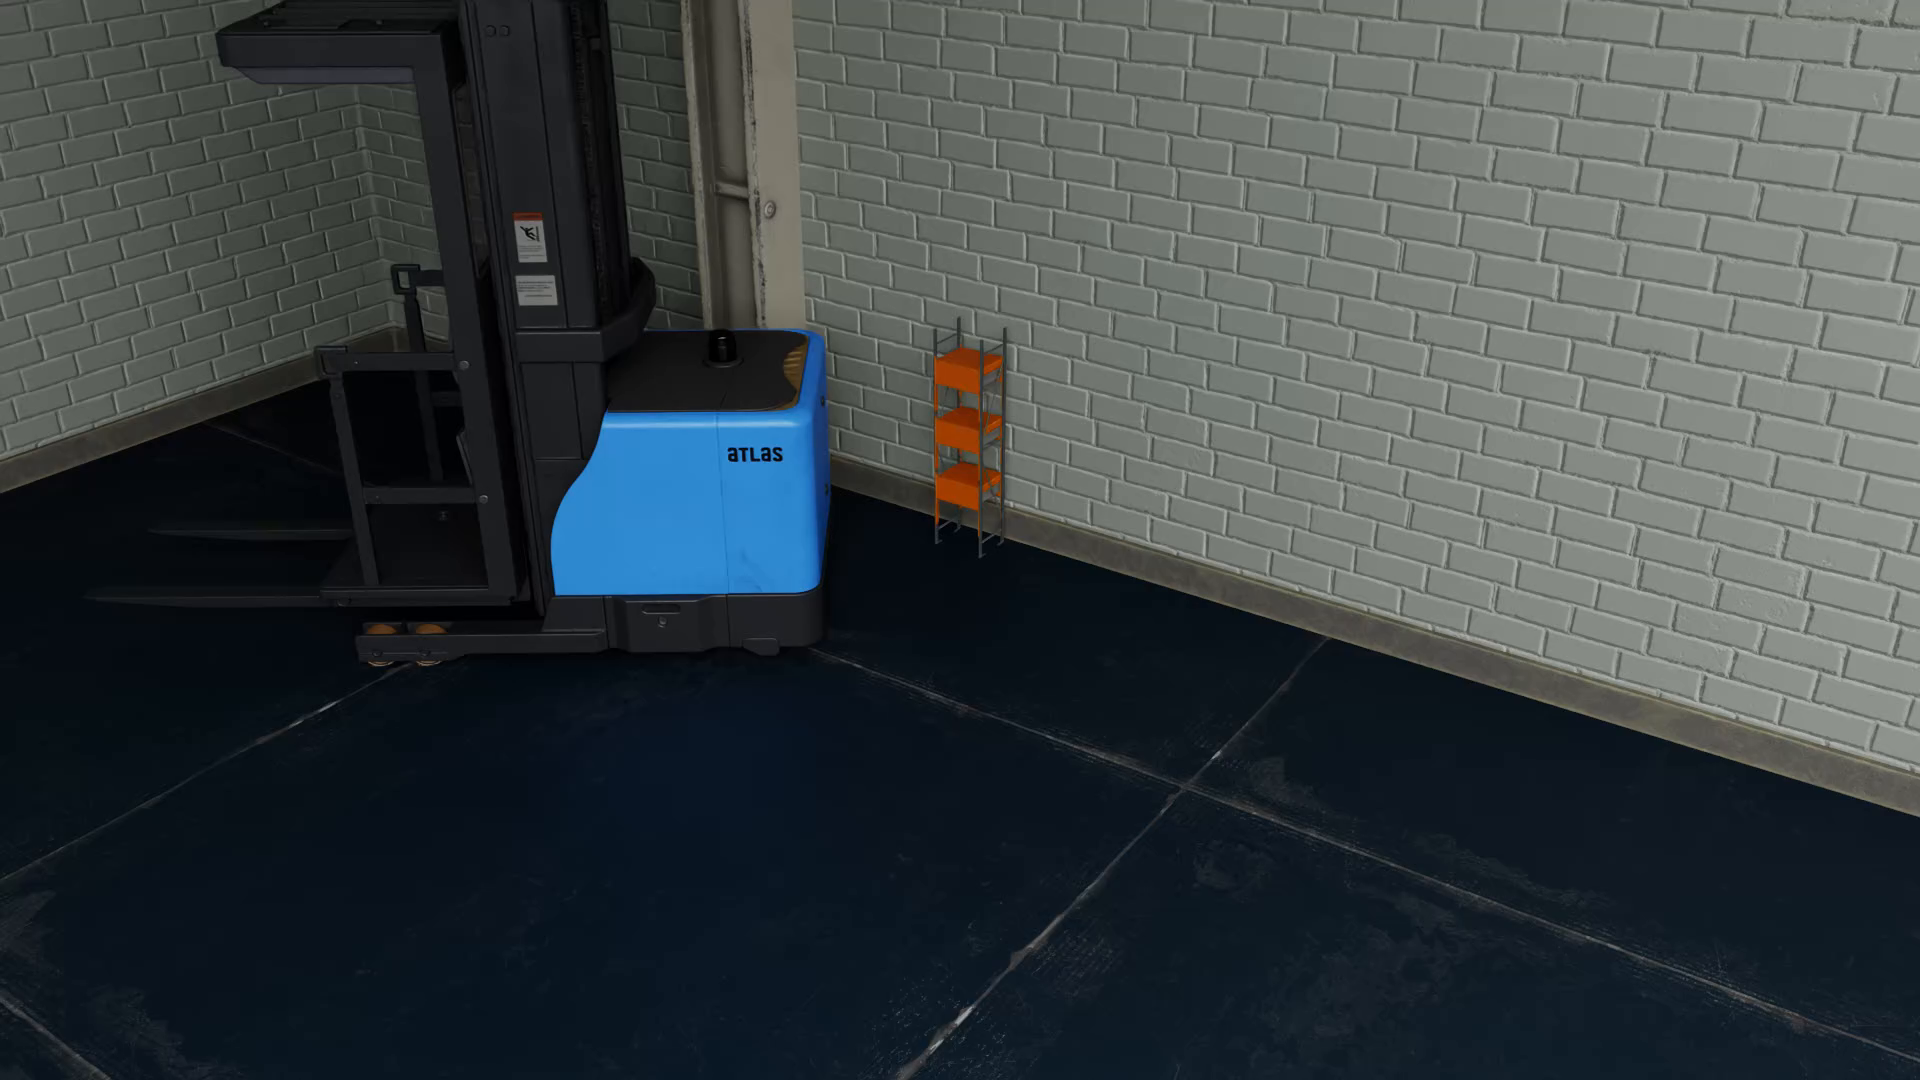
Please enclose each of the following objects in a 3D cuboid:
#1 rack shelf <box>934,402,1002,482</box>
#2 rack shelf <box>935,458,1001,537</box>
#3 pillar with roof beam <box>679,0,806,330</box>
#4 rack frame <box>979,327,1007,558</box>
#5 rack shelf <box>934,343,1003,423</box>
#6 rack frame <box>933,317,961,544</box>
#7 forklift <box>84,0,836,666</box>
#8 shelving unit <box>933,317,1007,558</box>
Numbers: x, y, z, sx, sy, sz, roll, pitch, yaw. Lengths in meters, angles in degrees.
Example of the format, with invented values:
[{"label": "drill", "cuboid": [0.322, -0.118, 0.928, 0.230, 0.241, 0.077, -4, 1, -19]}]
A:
[{"label": "rack shelf", "cuboid": [0.044, -0.445, 7.490, 0.240, 0.259, 0.215, 17, 32, 30]}, {"label": "rack shelf", "cuboid": [0.044, -0.197, 7.616, 0.240, 0.259, 0.215, 17, 32, 30]}, {"label": "pillar with roof beam", "cuboid": [-3.427, -2.721, 3.175, 0.400, 9.000, 9.100, 17, 32, 30]}, {"label": "rack frame", "cuboid": [0.145, -0.423, 7.423, 0.008, 1.050, 0.200, 17, 32, 30]}, {"label": "rack shelf", "cuboid": [0.044, -0.698, 7.361, 0.240, 0.259, 0.215, 17, 32, 30]}, {"label": "rack frame", "cuboid": [-0.056, -0.485, 7.546, 0.008, 1.050, 0.200, 17, 32, 30]}, {"label": "forklift", "cuboid": [-2.075, -1.037, 6.555, 3.031, 2.935, 1.130, 0, 27, -1]}, {"label": "shelving unit", "cuboid": [0.044, -0.454, 7.485, 0.252, 1.050, 0.215, 17, 32, 30]}]
